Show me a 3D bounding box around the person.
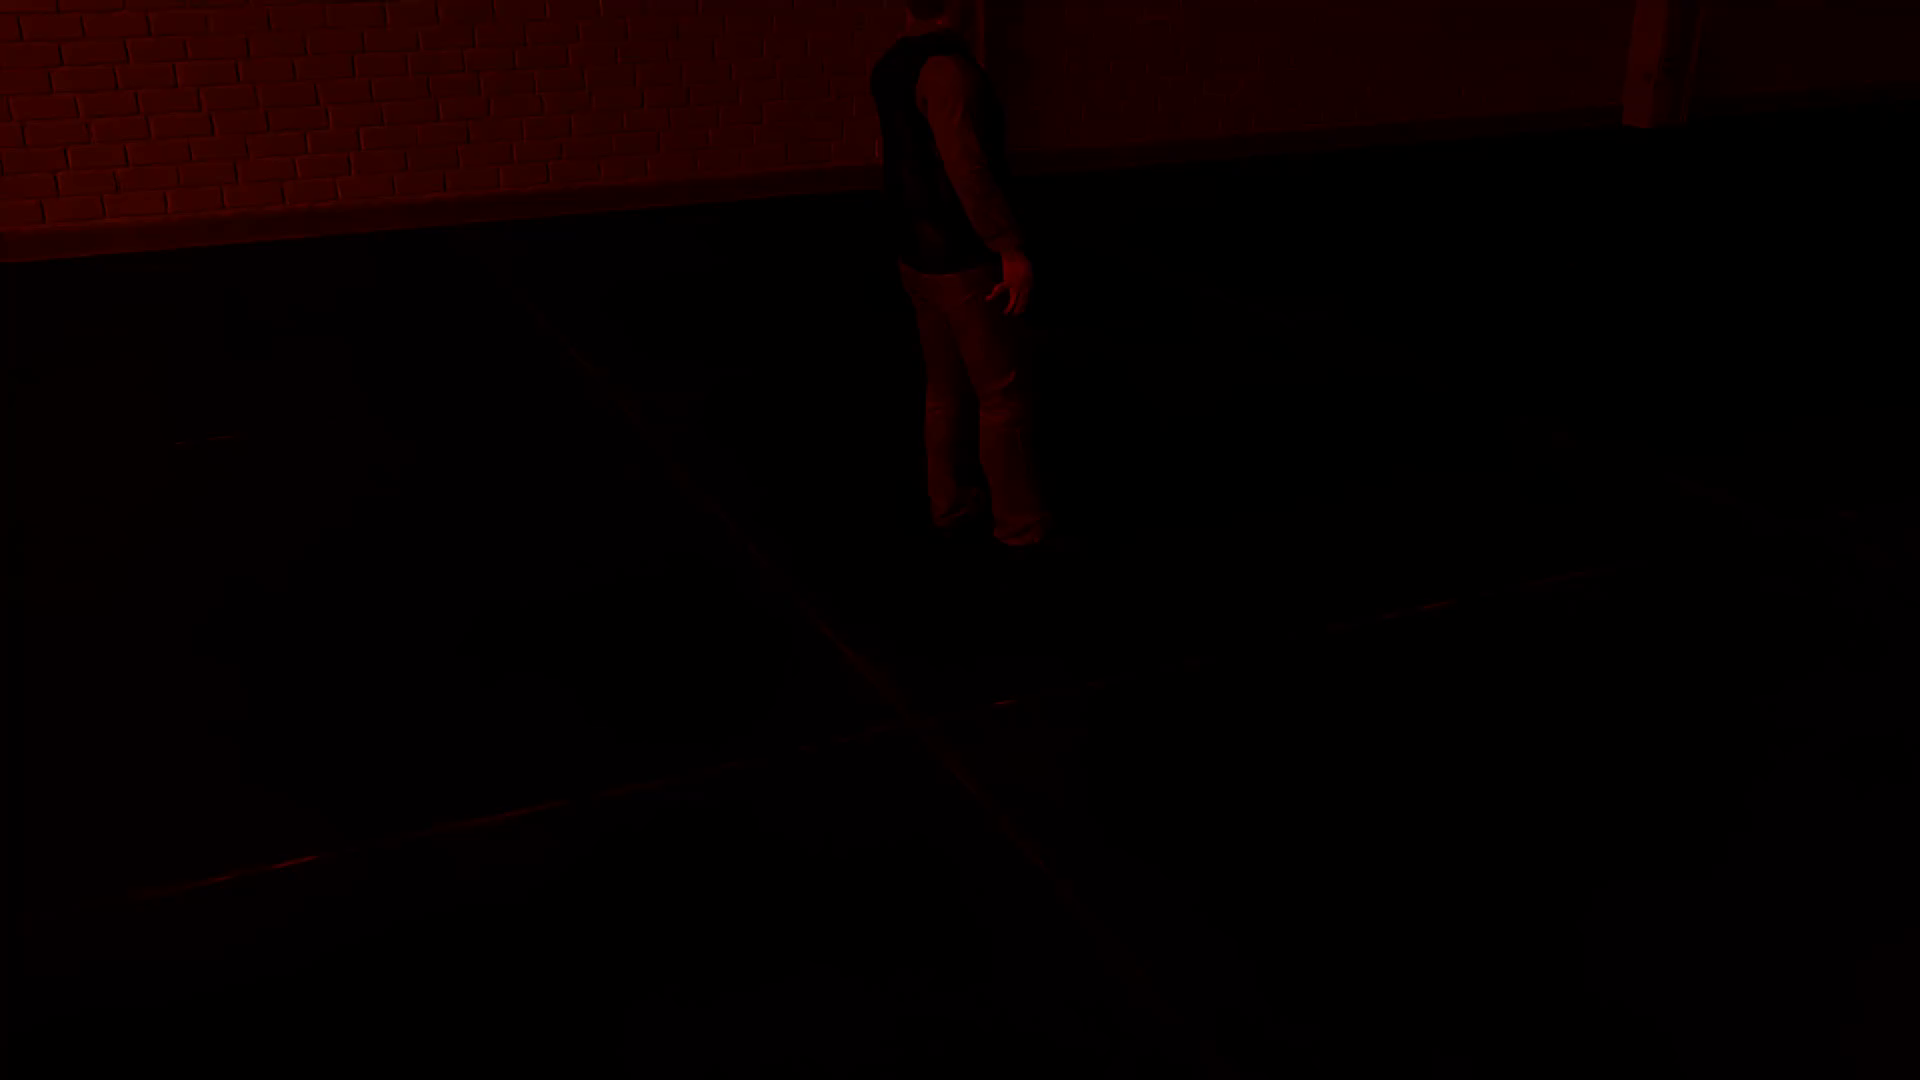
[{"bbox_3d":[0.060,-0.809,4.791,0.567,1.720,0.632,-10,25,-23],"label":"person"}]
